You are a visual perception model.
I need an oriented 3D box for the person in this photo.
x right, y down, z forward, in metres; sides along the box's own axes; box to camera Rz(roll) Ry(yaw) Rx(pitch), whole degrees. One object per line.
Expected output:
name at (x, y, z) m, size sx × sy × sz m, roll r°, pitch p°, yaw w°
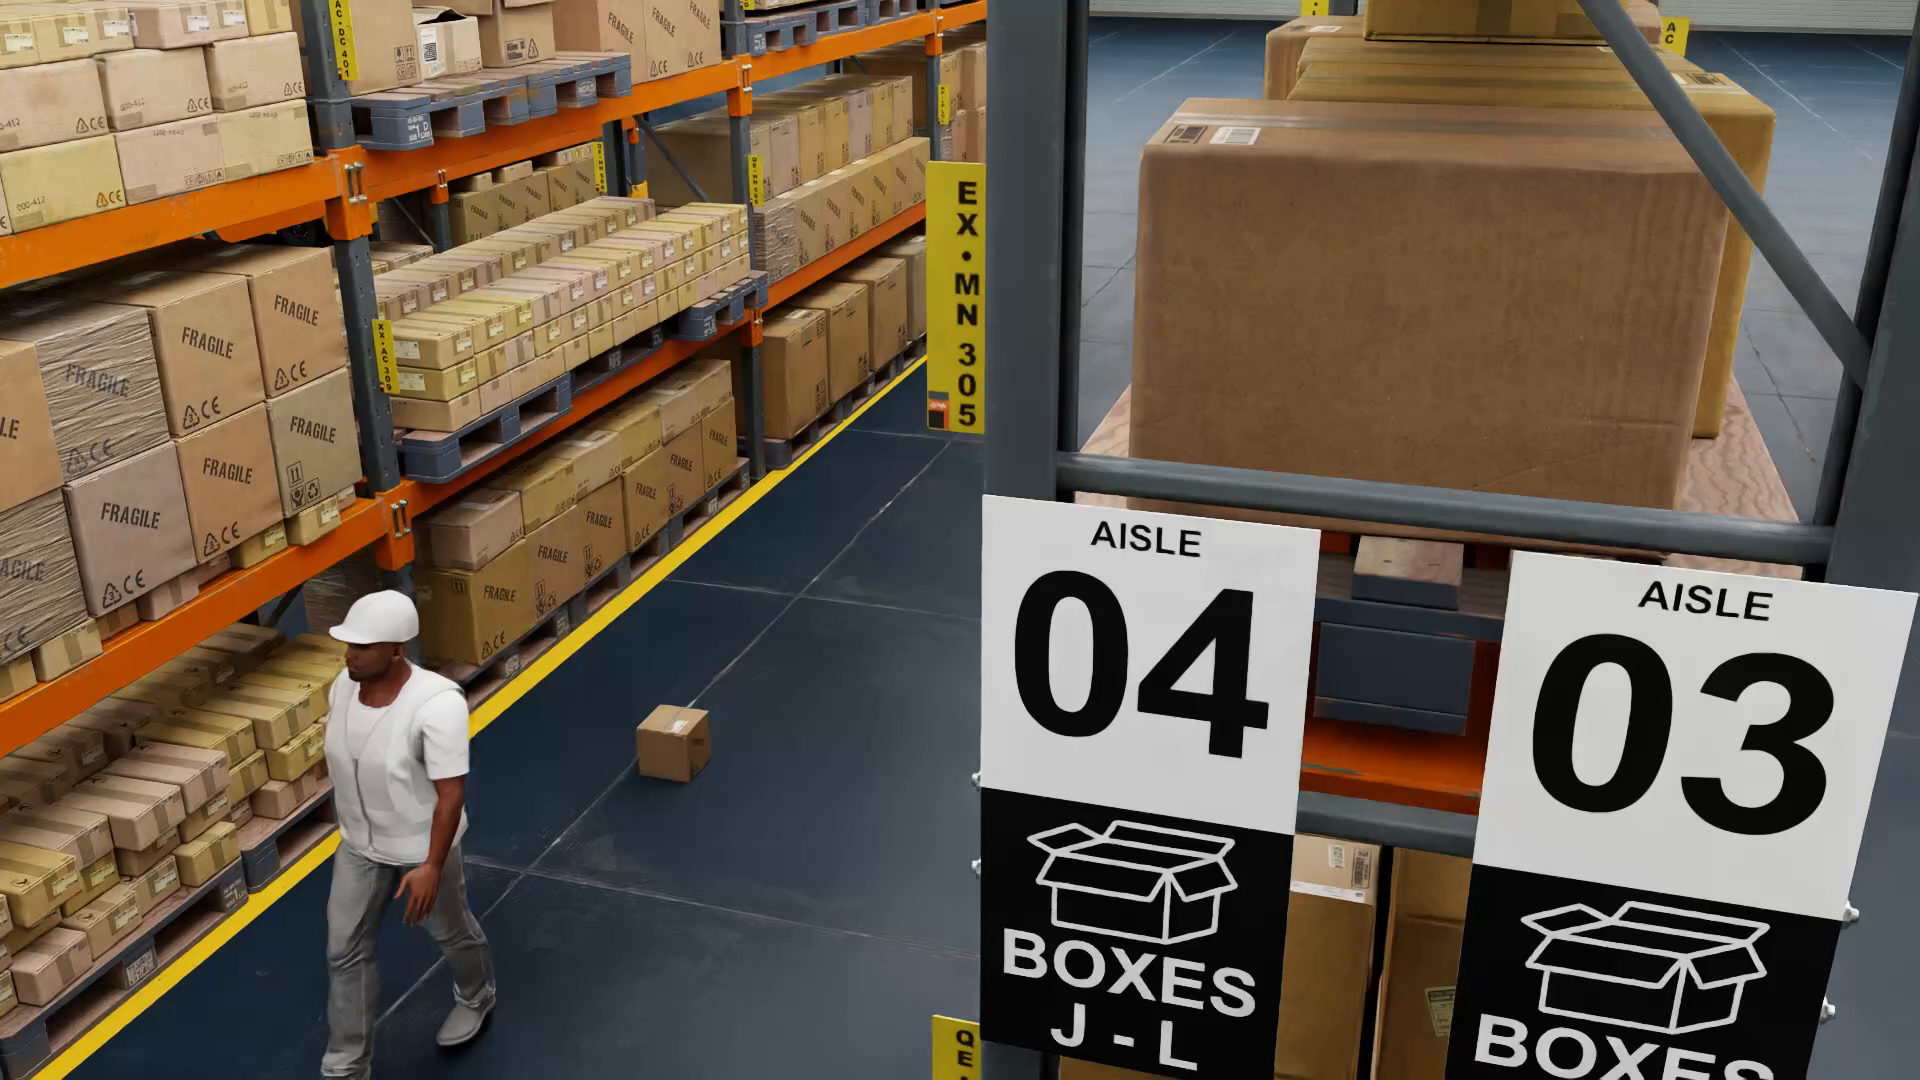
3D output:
person at (-1.881, 1.040, 5.467) m, size 0.570 × 1.789 × 0.805 m, roll 8°, pitch 23°, yaw 20°
